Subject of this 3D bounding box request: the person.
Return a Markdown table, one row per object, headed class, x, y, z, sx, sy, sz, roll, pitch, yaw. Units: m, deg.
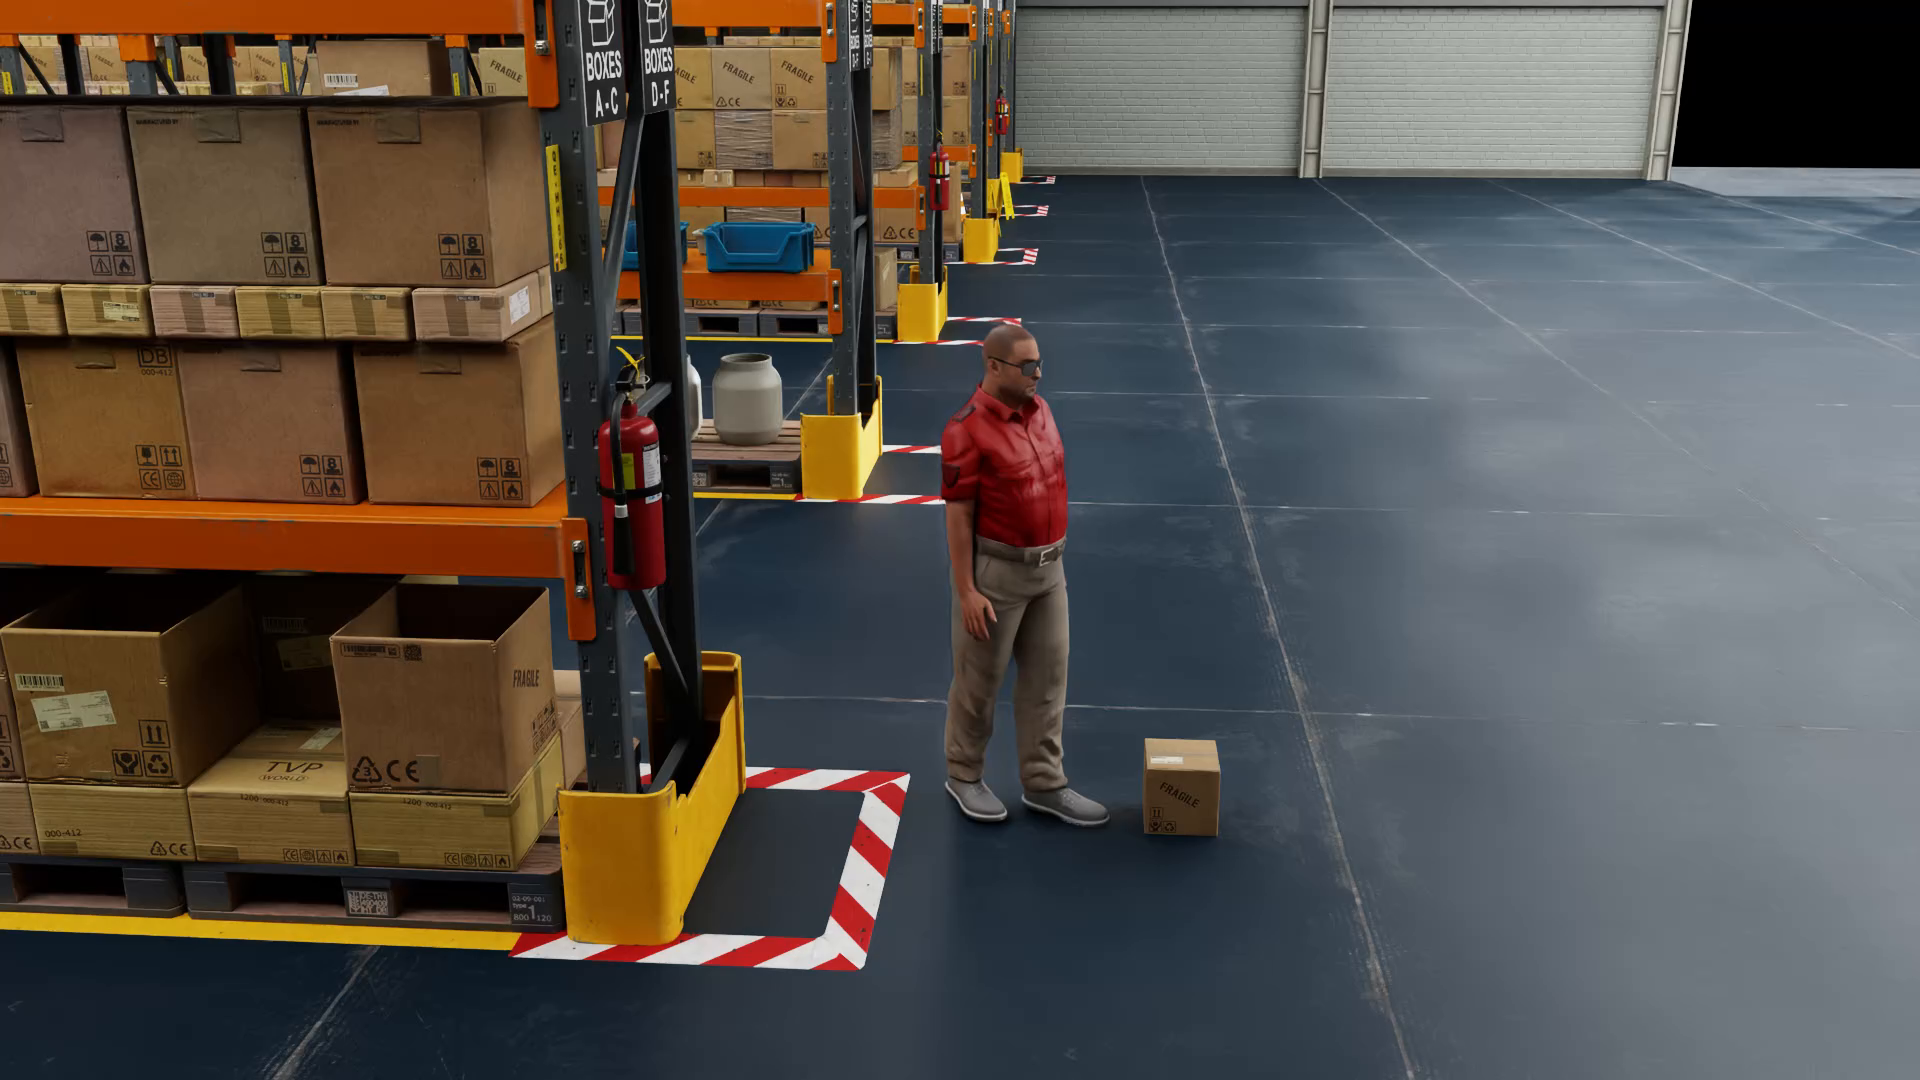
| class | x | y | z | sx | sy | sz | roll | pitch | yaw |
| --- | --- | --- | --- | --- | --- | --- | --- | --- | --- |
| person | 0.215 | 0.137 | 5.633 | 0.580 | 1.737 | 0.549 | 15 | 23 | 40 |
